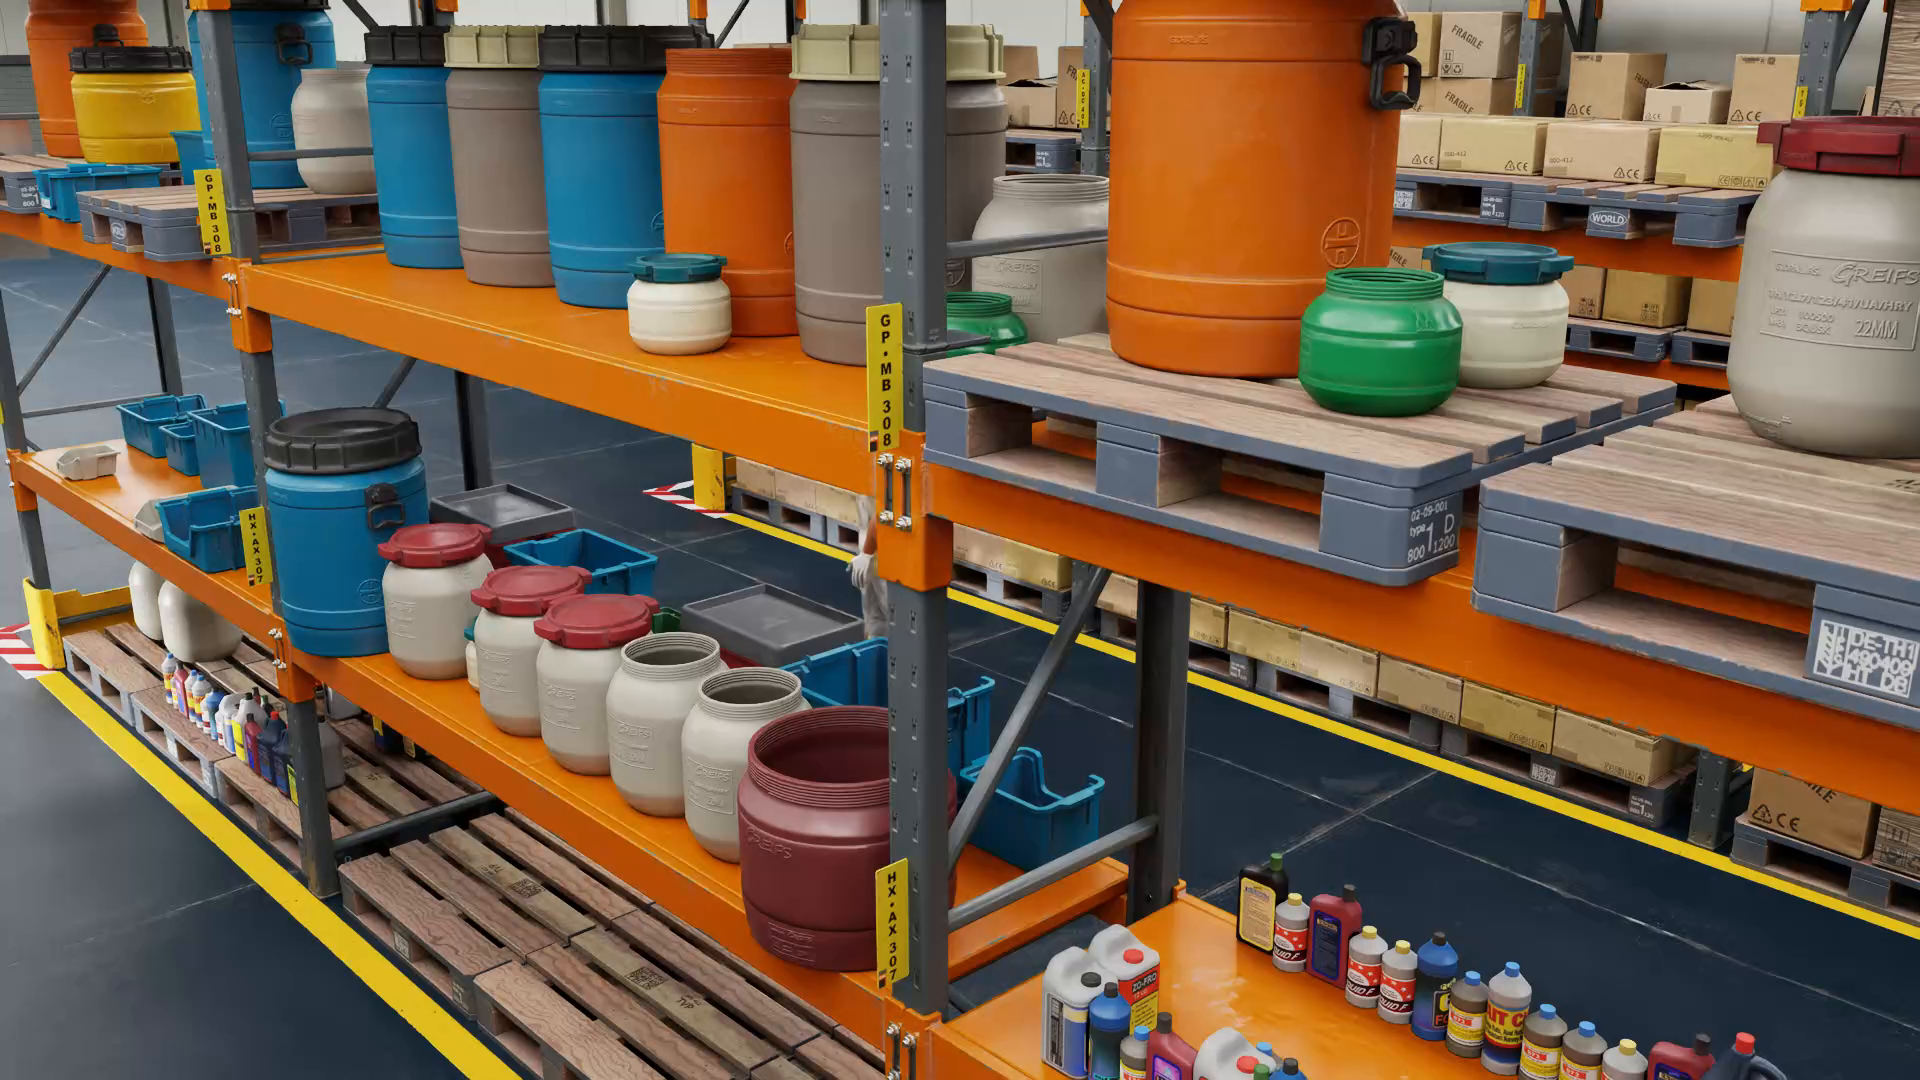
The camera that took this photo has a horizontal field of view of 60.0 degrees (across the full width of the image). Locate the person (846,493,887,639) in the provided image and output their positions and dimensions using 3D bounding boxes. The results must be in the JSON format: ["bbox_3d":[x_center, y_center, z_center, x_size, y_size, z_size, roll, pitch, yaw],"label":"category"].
[{"bbox_3d":[-0.464,0.049,9.331,0.635,1.792,0.673,1,17,3],"label":"person"}]
